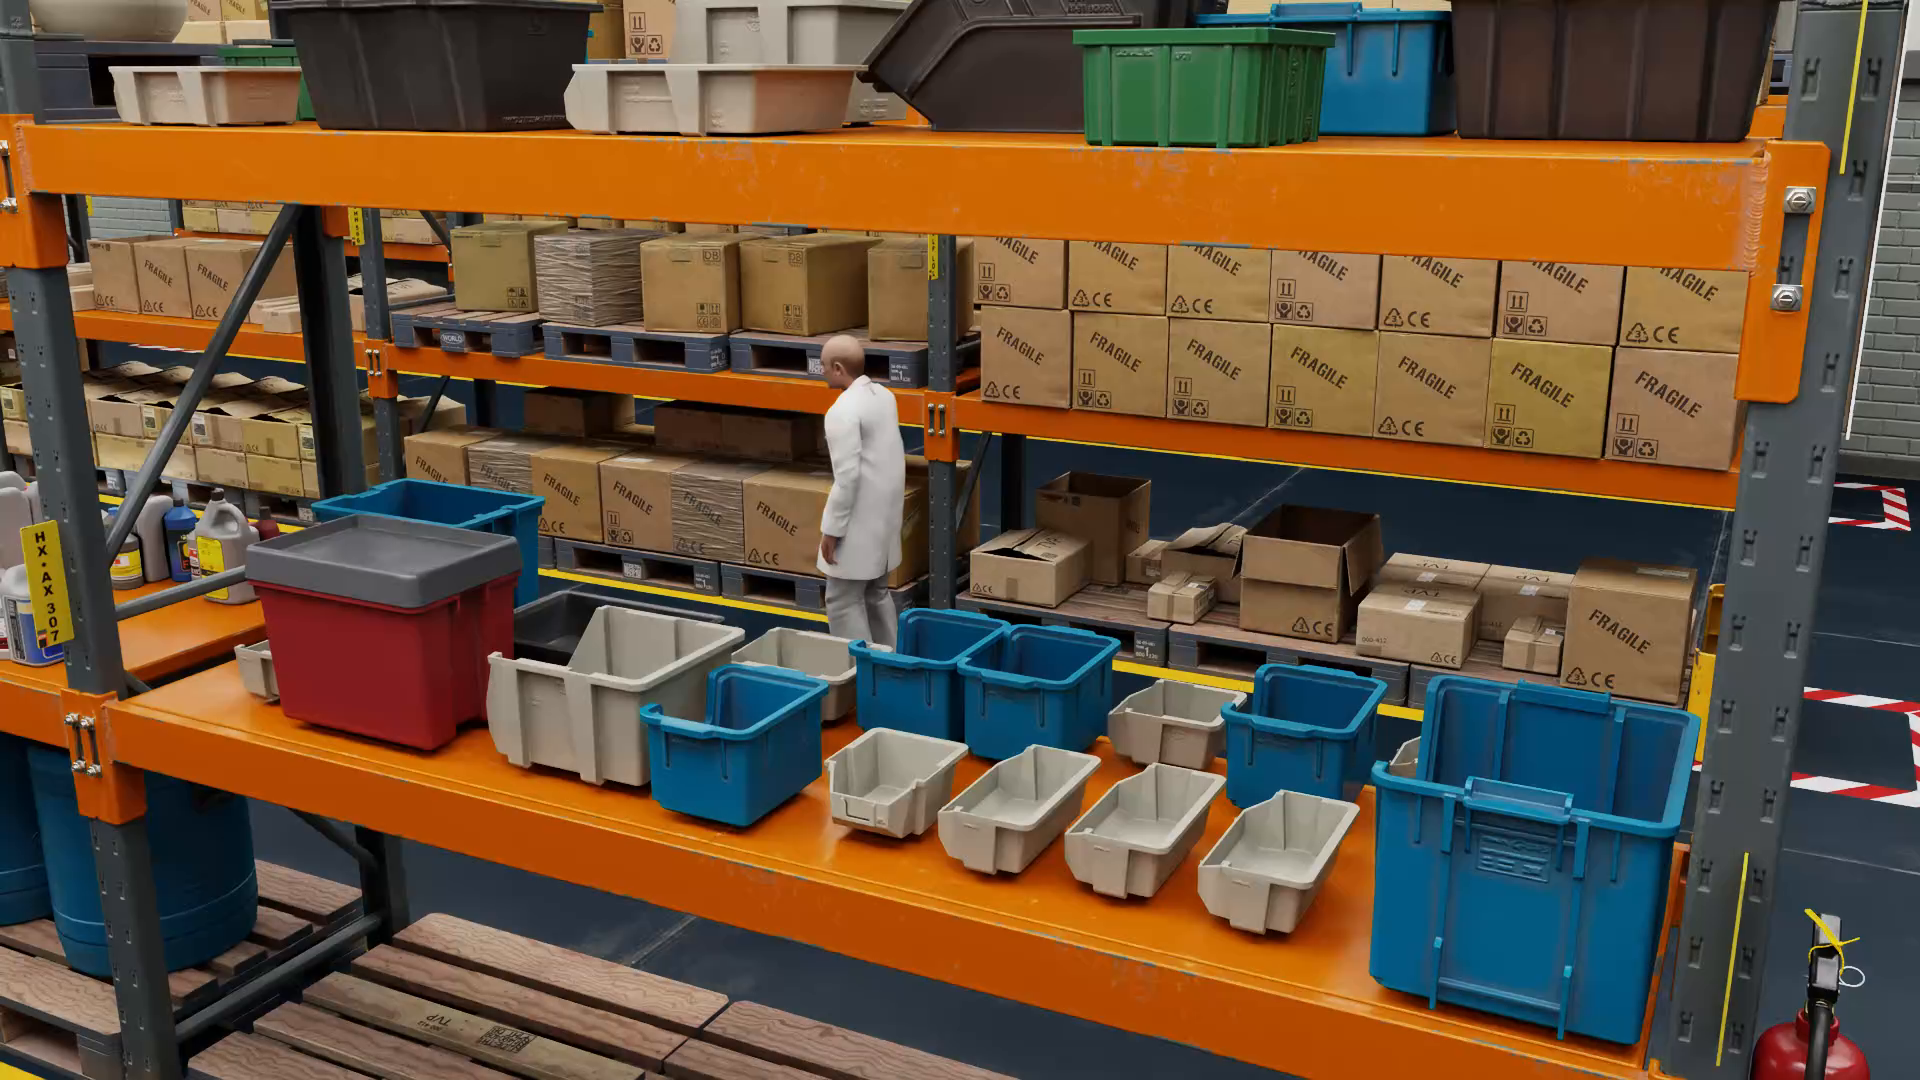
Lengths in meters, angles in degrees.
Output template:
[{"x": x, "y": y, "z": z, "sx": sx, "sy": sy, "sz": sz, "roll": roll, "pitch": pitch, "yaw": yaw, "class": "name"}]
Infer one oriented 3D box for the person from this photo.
[{"x": -0.482, "y": -0.087, "z": 7.870, "sx": 0.429, "sy": 1.773, "sz": 0.649, "roll": 6, "pitch": 17, "yaw": 22, "class": "person"}]
